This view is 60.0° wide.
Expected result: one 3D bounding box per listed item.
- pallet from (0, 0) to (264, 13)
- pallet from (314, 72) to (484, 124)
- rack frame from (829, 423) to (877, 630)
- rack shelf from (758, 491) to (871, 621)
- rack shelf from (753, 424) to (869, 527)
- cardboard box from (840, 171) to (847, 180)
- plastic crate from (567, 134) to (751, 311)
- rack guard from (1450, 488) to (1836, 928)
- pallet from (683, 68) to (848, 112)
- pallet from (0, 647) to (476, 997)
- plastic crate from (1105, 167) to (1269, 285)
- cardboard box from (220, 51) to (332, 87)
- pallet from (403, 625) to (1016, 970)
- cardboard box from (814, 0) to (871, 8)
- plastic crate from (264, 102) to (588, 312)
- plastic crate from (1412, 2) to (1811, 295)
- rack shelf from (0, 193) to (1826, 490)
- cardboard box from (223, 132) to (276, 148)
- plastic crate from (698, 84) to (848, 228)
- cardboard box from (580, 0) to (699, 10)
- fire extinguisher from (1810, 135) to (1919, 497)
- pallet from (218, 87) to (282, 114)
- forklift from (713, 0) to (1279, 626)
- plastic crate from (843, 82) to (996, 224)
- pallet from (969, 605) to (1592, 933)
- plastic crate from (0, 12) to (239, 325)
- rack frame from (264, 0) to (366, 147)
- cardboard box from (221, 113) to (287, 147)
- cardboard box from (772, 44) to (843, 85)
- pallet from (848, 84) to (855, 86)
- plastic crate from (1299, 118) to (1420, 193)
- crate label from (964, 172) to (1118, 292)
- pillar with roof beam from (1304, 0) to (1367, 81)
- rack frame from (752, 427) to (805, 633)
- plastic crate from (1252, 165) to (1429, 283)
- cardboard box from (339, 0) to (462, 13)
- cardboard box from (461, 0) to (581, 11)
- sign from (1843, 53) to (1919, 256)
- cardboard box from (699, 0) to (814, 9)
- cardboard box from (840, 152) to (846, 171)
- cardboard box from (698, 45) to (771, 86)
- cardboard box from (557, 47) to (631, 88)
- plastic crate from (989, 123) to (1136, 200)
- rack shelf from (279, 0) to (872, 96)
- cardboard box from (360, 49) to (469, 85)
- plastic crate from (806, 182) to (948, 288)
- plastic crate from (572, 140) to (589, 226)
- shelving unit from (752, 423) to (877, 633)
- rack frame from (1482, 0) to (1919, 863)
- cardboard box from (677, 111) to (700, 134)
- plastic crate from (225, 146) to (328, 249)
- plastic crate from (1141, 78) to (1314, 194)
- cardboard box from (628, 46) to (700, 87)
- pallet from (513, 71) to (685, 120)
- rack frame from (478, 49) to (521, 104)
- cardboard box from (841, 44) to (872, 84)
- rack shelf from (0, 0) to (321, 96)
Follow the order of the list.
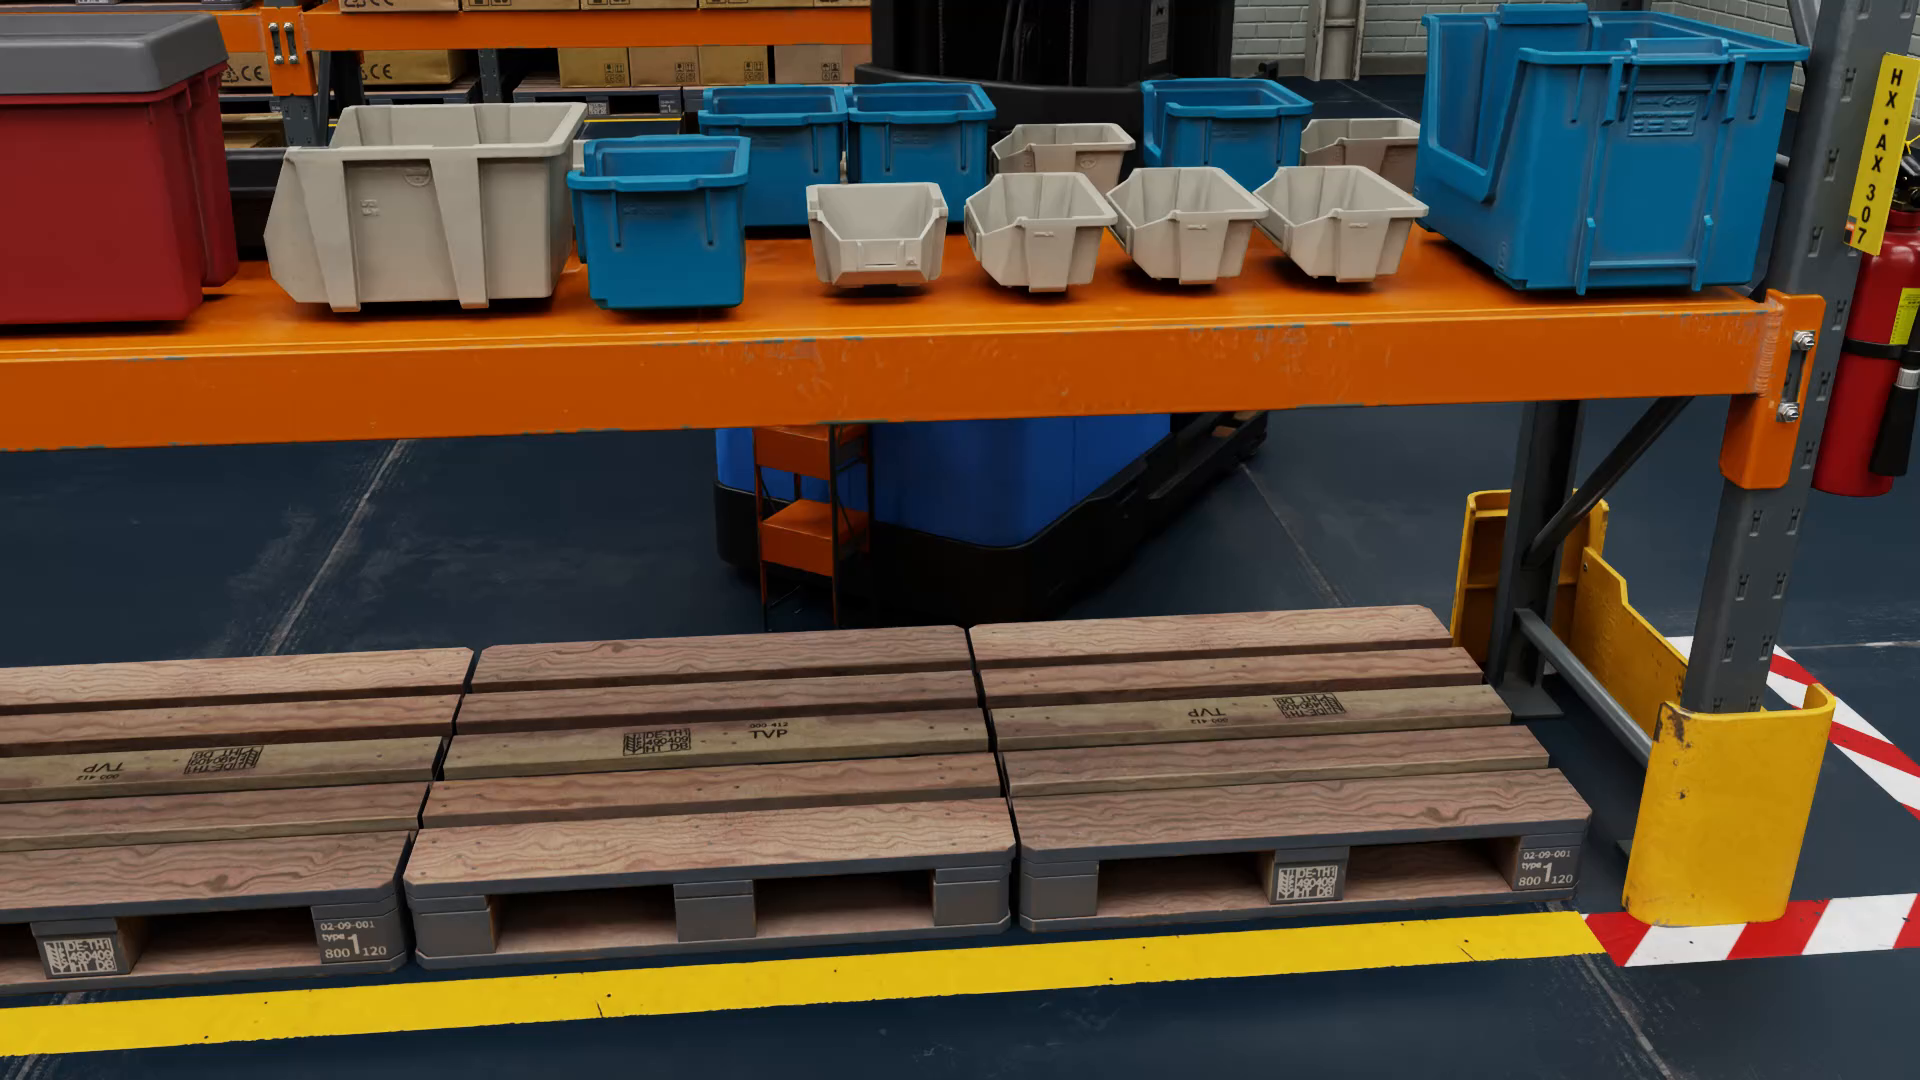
[{"bbox_3d":[-3.772,-2.569,7.574,1.213,0.211,1.003,-2,24,-5],"label":"pallet"},{"bbox_3d":[-4.217,-3.311,12.440,1.213,0.211,1.003,-2,24,-5],"label":"pallet"},{"bbox_3d":[-0.285,-0.198,4.402,0.008,1.050,0.200,13,27,26],"label":"rack frame"},{"bbox_3d":[-0.392,0.042,4.573,0.240,0.259,0.215,13,27,26],"label":"rack shelf"},{"bbox_3d":[-0.392,-0.212,4.460,0.240,0.259,0.215,13,27,26],"label":"rack shelf"},{"bbox_3d":[-0.451,-1.602,8.005,0.500,0.250,0.500,-2,24,-5],"label":"cardboard box"},{"bbox_3d":[-0.521,-0.567,2.966,0.300,0.233,0.416,-2,24,-5],"label":"plastic crate"},{"bbox_3d":[1.520,0.334,3.883,0.348,0.500,1.175,-2,24,-5],"label":"rack guard"},{"bbox_3d":[-1.475,-3.421,12.688,1.213,0.211,1.003,-2,24,-5],"label":"pallet"},{"bbox_3d":[-1.755,0.587,3.670,1.213,0.211,1.003,-2,24,-5],"label":"pallet"},{"bbox_3d":[0.414,-0.598,3.152,0.243,0.136,0.396,-2,24,-5],"label":"plastic crate"},{"bbox_3d":[-4.975,-3.741,12.104,0.750,0.750,0.750,-2,24,-4],"label":"cardboard box"},{"bbox_3d":[-0.538,0.537,3.783,1.213,0.211,1.003,-2,24,-5],"label":"pallet"},{"bbox_3d":[-0.417,-2.682,7.469,0.500,0.500,0.500,-2,24,-5],"label":"cardboard box"},{"bbox_3d":[-0.945,-0.602,2.984,0.530,0.282,0.437,-2,24,-5],"label":"plastic crate"},{"bbox_3d":[1.183,-0.757,3.142,0.499,0.435,0.616,-2,24,-5],"label":"plastic crate"},{"bbox_3d":[-0.493,-0.394,3.328,4.000,0.370,1.077,-2,24,-5],"label":"rack shelf"},{"bbox_3d":[-3.429,-1.568,7.621,0.500,0.500,0.500,-2,24,-5],"label":"cardboard box"},{"bbox_3d":[-0.389,-0.812,3.515,0.300,0.233,0.416,-2,24,-5],"label":"plastic crate"},{"bbox_3d":[-1.425,-2.641,7.377,0.500,0.500,0.500,-2,24,-5],"label":"cardboard box"},{"bbox_3d":[1.693,-0.419,3.053,0.183,0.674,0.296,-2,24,-5],"label":"fire extinguisher"},{"bbox_3d":[-5.434,-3.261,12.328,1.213,0.211,1.003,-2,24,-5],"label":"pallet"},{"bbox_3d":[0.442,-1.653,5.359,1.130,2.935,3.031,13,27,27],"label":"forklift"},{"bbox_3d":[-0.091,-0.824,3.542,0.300,0.233,0.416,-2,24,-5],"label":"plastic crate"},{"bbox_3d":[0.673,0.489,3.889,1.213,0.211,1.003,-2,24,-5],"label":"pallet"},{"bbox_3d":[-1.570,-0.633,2.829,0.583,0.464,0.402,-2,24,-5],"label":"plastic crate"},{"bbox_3d":[-2.966,-2.645,7.507,0.127,3.000,1.000,-2,24,-5],"label":"rack frame"},{"bbox_3d":[-3.471,-1.783,8.104,0.500,0.500,0.500,-3,24,-8],"label":"cardboard box"},{"bbox_3d":[-1.161,-3.747,12.549,0.500,0.500,0.700,-3,24,-7],"label":"cardboard box"},{"bbox_3d":[-0.264,-3.469,12.794,1.213,0.211,1.003,-2,24,-5],"label":"pallet"},{"bbox_3d":[0.892,-0.853,3.727,0.298,0.136,0.250,-2,24,-5],"label":"plastic crate"},{"bbox_3d":[0.139,-0.577,3.105,0.243,0.136,0.396,-2,24,-5],"label":"crate label"},{"bbox_3d":[3.549,-6.265,8.267,0.400,9.000,9.100,-2,24,-5],"label":"pillar with roof beam"},{"bbox_3d":[-0.498,-0.246,4.510,0.008,1.050,0.200,13,27,26],"label":"rack frame"},{"bbox_3d":[0.704,-0.603,3.165,0.243,0.136,0.396,-2,24,-5],"label":"plastic crate"},{"bbox_3d":[-2.432,-2.601,7.285,0.500,0.500,0.500,-2,24,-4],"label":"cardboard box"},{"bbox_3d":[-1.923,-2.622,7.334,0.500,0.500,0.500,-2,24,-4],"label":"cardboard box"},{"bbox_3d":[1.568,-0.655,2.830,0.005,0.325,0.100,-2,24,-5],"label":"sign"},{"bbox_3d":[-0.919,-2.662,7.424,0.500,0.500,0.500,-3,24,-6],"label":"cardboard box"},{"bbox_3d":[-0.549,-1.802,8.455,0.500,0.250,0.500,-2,24,-5],"label":"cardboard box"},{"bbox_3d":[-1.691,-3.723,12.494,0.500,0.500,0.700,-2,24,-4],"label":"cardboard box"},{"bbox_3d":[-2.702,-3.685,12.408,0.500,0.500,0.700,-2,24,-4],"label":"cardboard box"},{"bbox_3d":[0.217,-0.826,3.666,0.298,0.136,0.250,-2,24,-5],"label":"plastic crate"},{"bbox_3d":[-0.976,-2.396,7.833,4.000,0.370,1.077,-2,24,-5],"label":"rack shelf"},{"bbox_3d":[-4.091,-3.778,12.186,0.750,0.750,0.750,-2,24,-5],"label":"cardboard box"},{"bbox_3d":[-0.153,-0.557,3.062,0.250,0.136,0.298,-2,24,-5],"label":"plastic crate"},{"bbox_3d":[-0.779,-0.740,3.473,0.466,0.136,0.293,-2,24,-5],"label":"plastic crate"},{"bbox_3d":[-0.392,-0.222,4.456,0.252,1.050,0.215,13,27,26],"label":"shelving unit"},{"bbox_3d":[1.498,-0.802,3.362,0.127,3.000,1.000,-2,24,-5],"label":"rack frame"},{"bbox_3d":[-1.097,-1.782,8.098,0.637,0.503,0.797,-2,24,-5],"label":"cardboard box"},{"bbox_3d":[-1.395,-0.697,3.391,0.590,0.125,0.437,-2,24,-5],"label":"plastic crate"},{"bbox_3d":[0.565,-0.850,3.602,0.300,0.233,0.416,-2,24,-5],"label":"plastic crate"},{"bbox_3d":[-2.202,-3.704,12.450,0.500,0.500,0.700,-3,24,-6],"label":"cardboard box"},{"bbox_3d":[-2.692,-3.371,12.575,1.213,0.211,1.003,-2,24,-5],"label":"pallet"},{"bbox_3d":[-3.457,-4.647,12.012,0.127,3.000,1.000,-2,24,-5],"label":"rack frame"},{"bbox_3d":[-0.661,-3.768,12.594,0.500,0.500,0.700,-2,24,-5],"label":"cardboard box"},{"bbox_3d":[-4.956,-2.236,7.474,4.000,0.370,1.077,-2,24,-5],"label":"rack shelf"}]
